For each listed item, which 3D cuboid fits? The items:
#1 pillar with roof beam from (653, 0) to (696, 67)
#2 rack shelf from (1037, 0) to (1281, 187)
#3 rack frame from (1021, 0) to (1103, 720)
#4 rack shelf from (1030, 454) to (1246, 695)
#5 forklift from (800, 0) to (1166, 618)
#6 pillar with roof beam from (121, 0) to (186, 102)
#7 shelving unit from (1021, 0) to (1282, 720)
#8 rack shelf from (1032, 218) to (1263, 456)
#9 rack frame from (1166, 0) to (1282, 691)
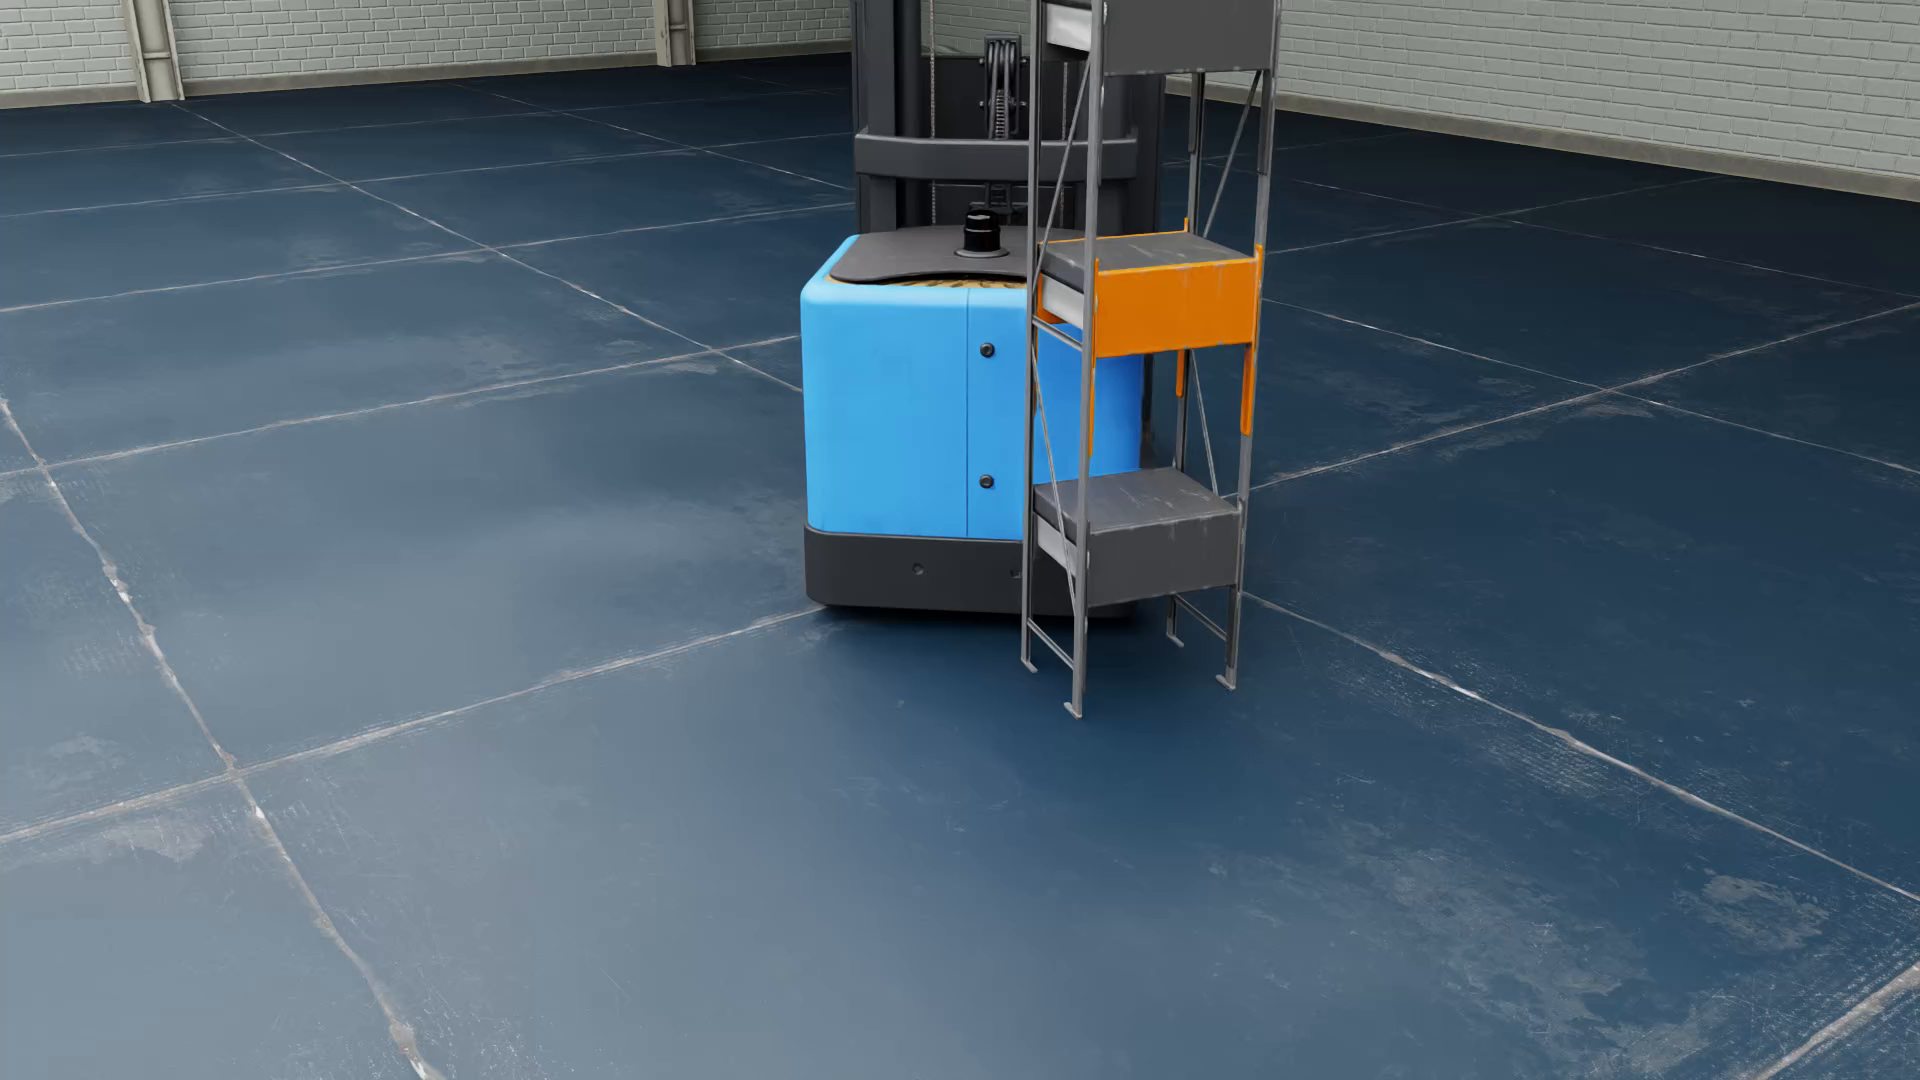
[{"bbox_3d":[-1.031,-8.829,15.881,0.400,9.000,9.100,-15,26,-33],"label":"pillar with roof beam"},{"bbox_3d":[0.489,-1.213,4.250,0.480,0.518,0.431,-8,23,-20],"label":"rack shelf"},{"bbox_3d":[0.261,-0.543,4.423,0.015,2.100,0.400,-8,23,-20],"label":"rack frame"},{"bbox_3d":[0.489,0.088,4.769,0.480,0.518,0.431,-8,23,-20],"label":"rack shelf"},{"bbox_3d":[0.199,-1.630,6.026,1.130,2.935,3.031,3,22,6],"label":"forklift"},{"bbox_3d":[-5.902,-7.531,12.626,0.400,9.000,9.100,-15,26,-33],"label":"pillar with roof beam"},{"bbox_3d":[0.489,-0.575,4.505,0.503,2.100,0.431,-8,23,-20],"label":"shelving unit"},{"bbox_3d":[0.489,-0.563,4.510,0.480,0.518,0.431,-8,23,-20],"label":"rack shelf"},{"bbox_3d":[0.717,-0.608,4.586,0.015,2.100,0.400,-8,23,-20],"label":"rack frame"}]
